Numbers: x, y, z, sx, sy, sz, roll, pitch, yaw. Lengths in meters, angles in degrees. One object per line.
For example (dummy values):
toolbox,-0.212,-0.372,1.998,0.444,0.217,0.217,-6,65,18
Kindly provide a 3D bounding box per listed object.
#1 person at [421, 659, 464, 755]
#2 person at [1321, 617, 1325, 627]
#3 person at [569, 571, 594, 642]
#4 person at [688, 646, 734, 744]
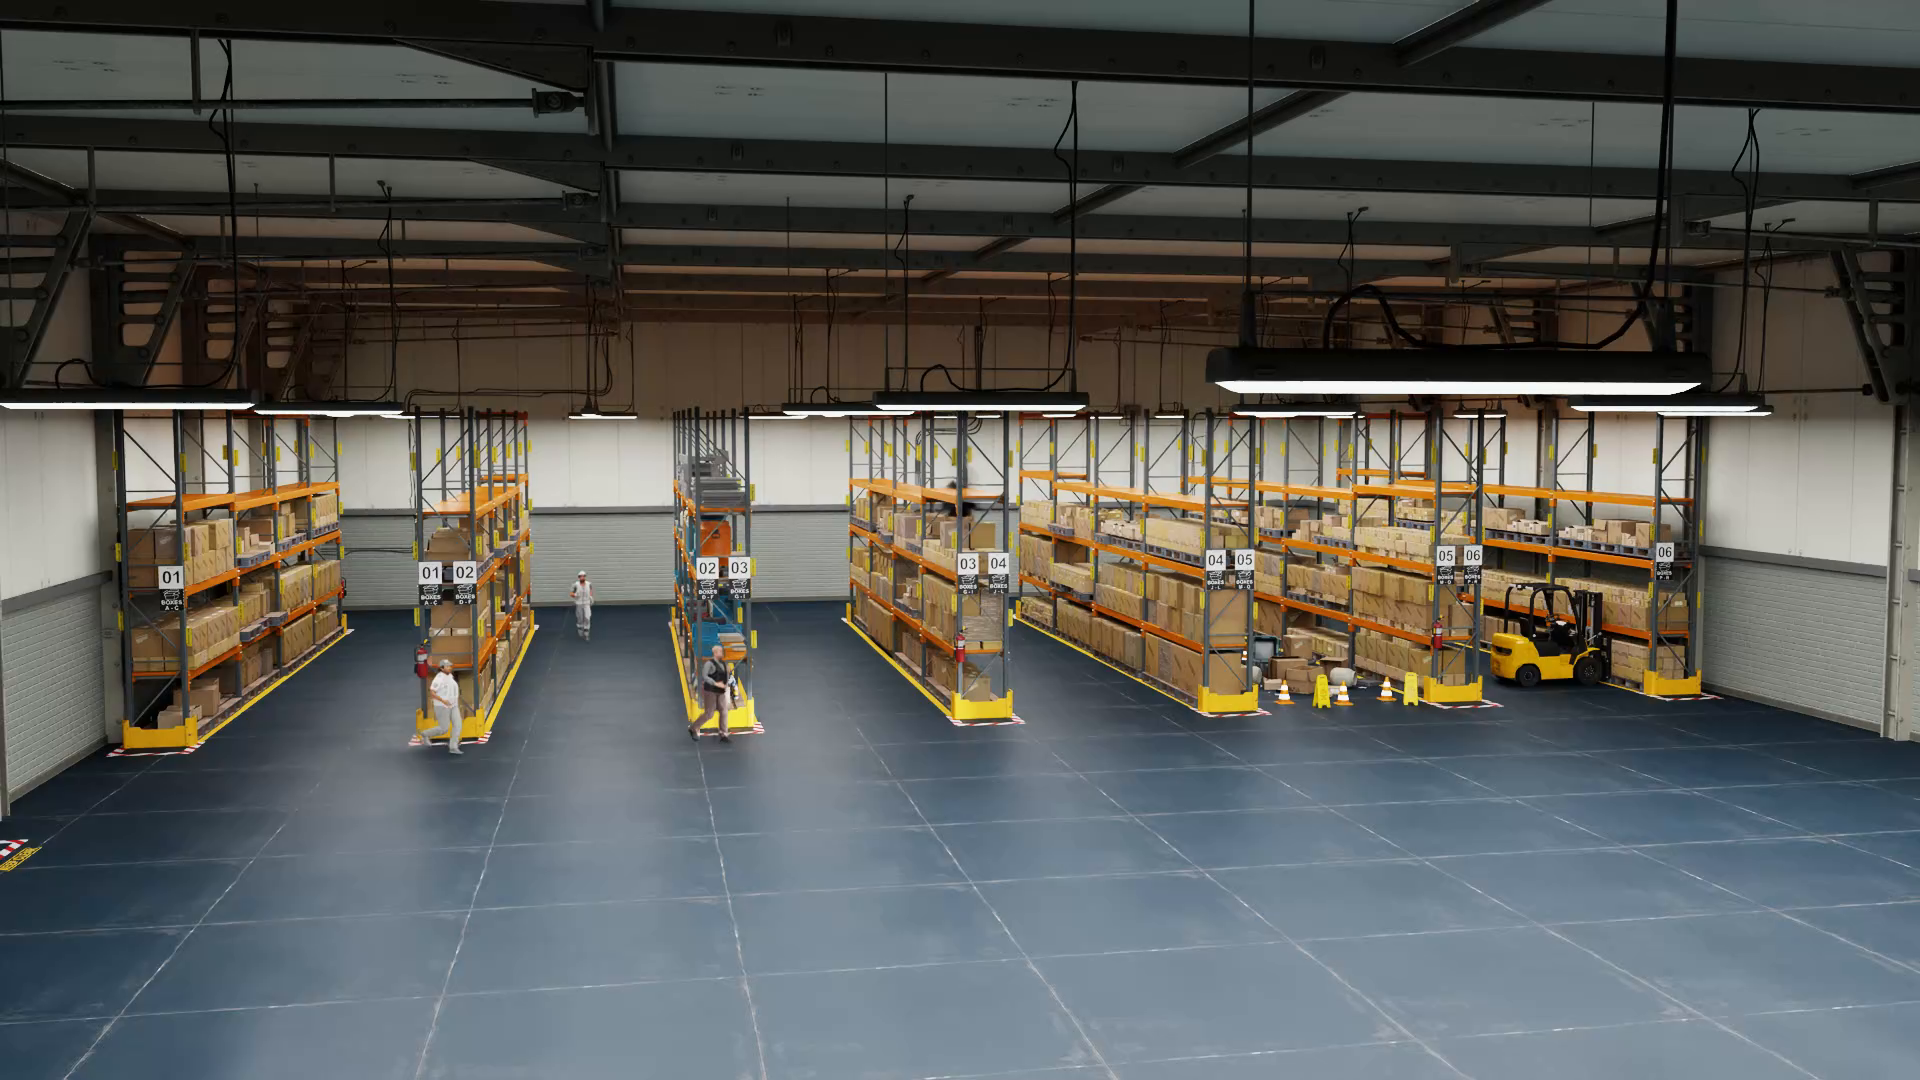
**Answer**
person,-8.881,2.880,28.724,0.739,1.649,0.627,1,4,18
person,9.534,1.678,44.858,0.695,1.727,0.672,-1,4,-19
person,-9.902,1.722,43.540,0.634,1.818,0.880,-1,4,-18
person,-4.401,2.744,29.741,0.882,1.726,0.716,1,4,16
